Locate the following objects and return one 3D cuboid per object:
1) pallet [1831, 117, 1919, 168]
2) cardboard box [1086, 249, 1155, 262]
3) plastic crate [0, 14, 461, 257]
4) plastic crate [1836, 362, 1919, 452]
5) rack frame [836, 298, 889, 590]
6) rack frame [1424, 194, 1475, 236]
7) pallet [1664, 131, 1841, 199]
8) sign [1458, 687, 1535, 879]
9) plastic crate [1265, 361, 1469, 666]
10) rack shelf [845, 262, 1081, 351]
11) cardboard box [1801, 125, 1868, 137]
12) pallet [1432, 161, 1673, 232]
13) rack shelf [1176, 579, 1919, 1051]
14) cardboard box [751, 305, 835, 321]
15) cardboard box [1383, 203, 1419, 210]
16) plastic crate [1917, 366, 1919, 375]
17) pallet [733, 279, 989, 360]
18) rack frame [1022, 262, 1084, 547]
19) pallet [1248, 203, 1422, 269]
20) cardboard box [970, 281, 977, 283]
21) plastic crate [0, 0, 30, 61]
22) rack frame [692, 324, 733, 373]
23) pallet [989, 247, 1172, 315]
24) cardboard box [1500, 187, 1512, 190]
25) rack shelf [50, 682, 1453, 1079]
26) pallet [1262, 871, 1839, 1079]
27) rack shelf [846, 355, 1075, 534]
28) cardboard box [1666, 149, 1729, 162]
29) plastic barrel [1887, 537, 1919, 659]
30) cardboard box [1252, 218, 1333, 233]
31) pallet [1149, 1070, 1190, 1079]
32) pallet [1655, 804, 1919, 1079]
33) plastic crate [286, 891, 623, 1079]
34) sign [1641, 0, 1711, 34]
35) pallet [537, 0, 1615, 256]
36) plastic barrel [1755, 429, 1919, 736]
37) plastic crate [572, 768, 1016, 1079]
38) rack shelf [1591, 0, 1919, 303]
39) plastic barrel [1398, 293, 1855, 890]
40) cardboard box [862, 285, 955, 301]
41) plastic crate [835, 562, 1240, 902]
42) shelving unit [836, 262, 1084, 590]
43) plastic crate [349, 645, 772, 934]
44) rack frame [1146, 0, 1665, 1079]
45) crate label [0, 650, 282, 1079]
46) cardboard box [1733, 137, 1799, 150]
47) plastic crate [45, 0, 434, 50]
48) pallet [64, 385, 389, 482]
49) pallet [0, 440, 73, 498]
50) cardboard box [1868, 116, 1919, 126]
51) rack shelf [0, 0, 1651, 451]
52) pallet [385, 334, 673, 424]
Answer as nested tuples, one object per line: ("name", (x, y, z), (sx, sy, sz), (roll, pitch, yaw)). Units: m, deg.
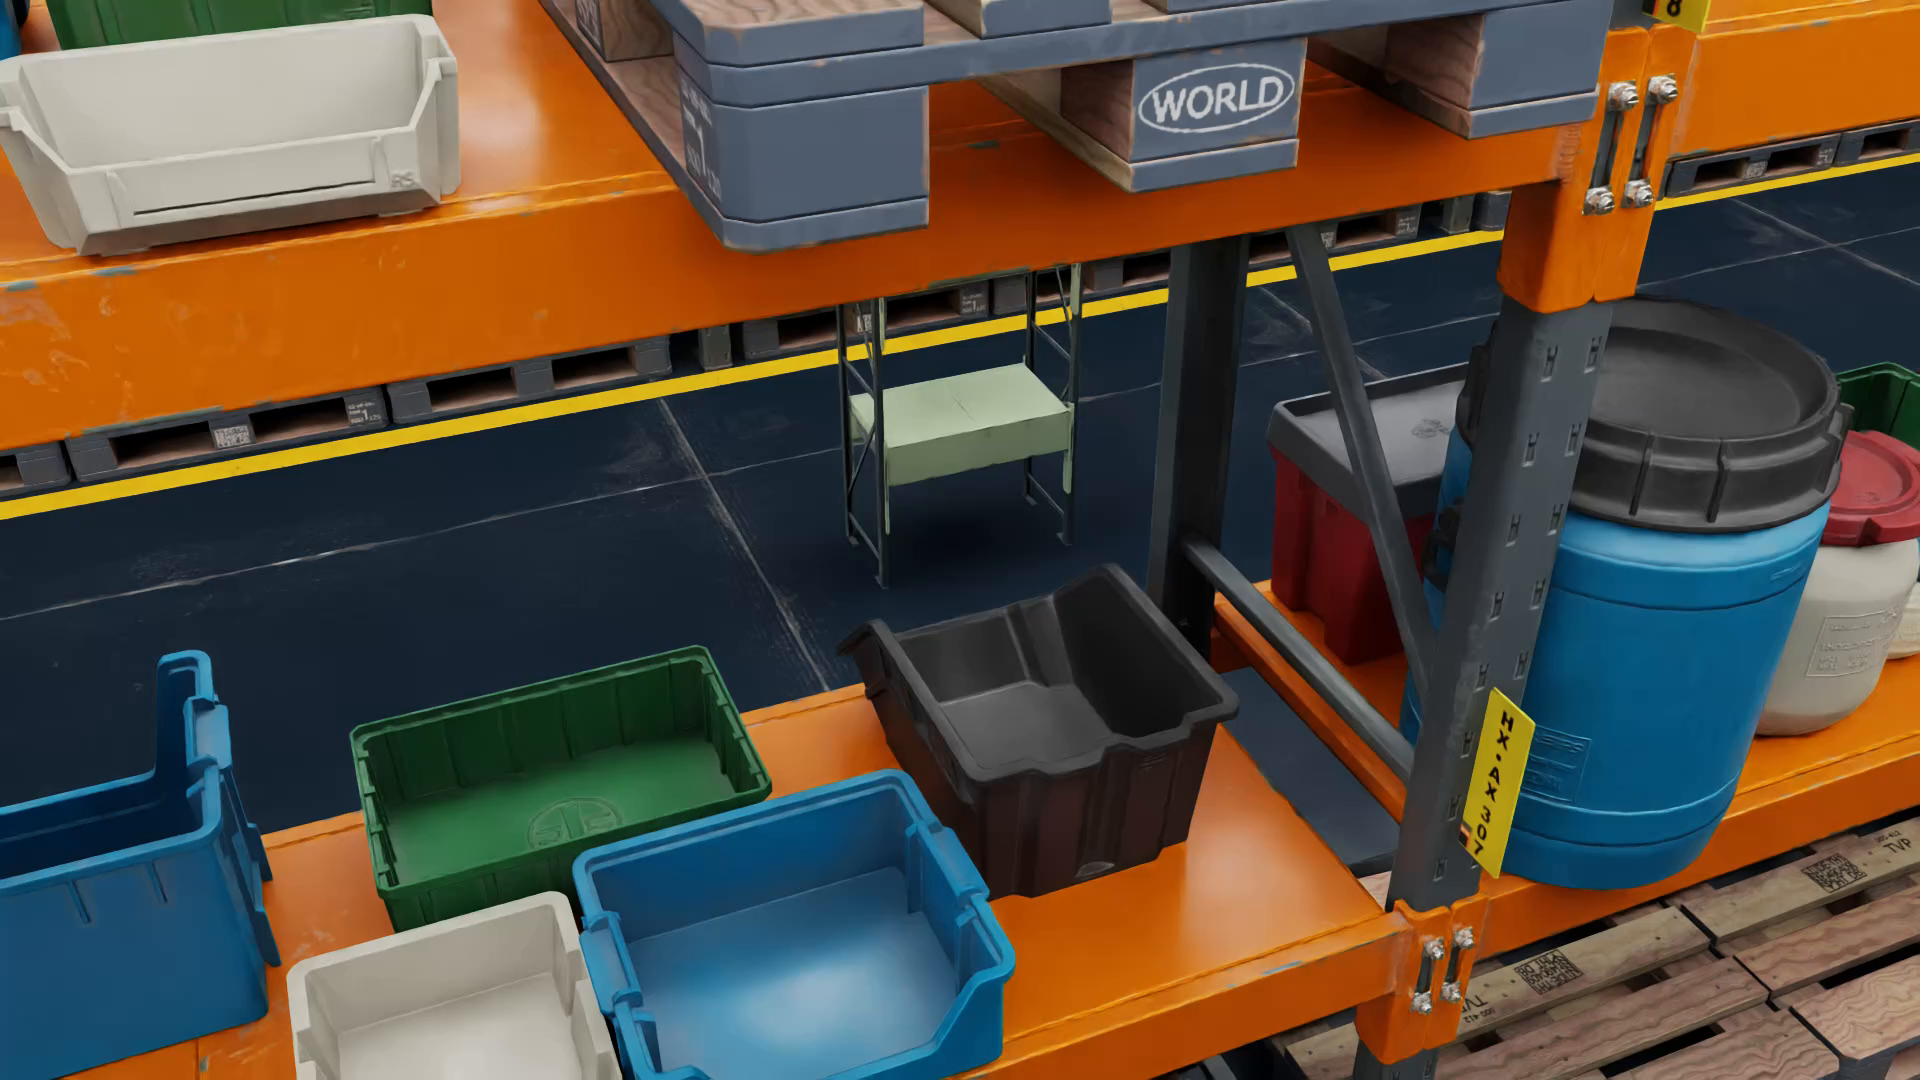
("pallet", (5.375, -2.594, 10.044), (1.213, 0.211, 1.003), (-13, 35, -19))
("cardboard box", (0.620, -1.574, 8.055), (0.500, 0.250, 0.500), (-12, 35, -18))
("plastic crate", (-0.675, -0.378, 1.572), (0.396, 0.136, 0.243), (-13, 35, -19))
("plastic crate", (2.145, -0.194, 3.992), (0.662, 0.188, 0.450), (-13, 35, -19))
("rack frame", (-0.344, -0.550, 5.720), (0.023, 1.500, 0.400), (-13, 35, -19))
("rack frame", (2.423, -3.109, 8.278), (0.127, 3.000, 1.000), (-13, 35, -19))
("pallet", (4.249, -2.335, 9.645), (1.213, 0.211, 1.003), (-13, 35, -19))
("sign", (0.851, 0.390, 2.647), (0.005, 0.325, 0.100), (-13, 35, -19))
("plastic crate", (0.977, -0.056, 3.527), (0.583, 0.464, 0.402), (-13, 35, -19))
("rack shelf", (-0.006, -0.954, 5.626), (0.720, 0.370, 0.431), (-13, 35, -19))
("cardboard box", (4.845, -2.636, 9.440), (0.500, 0.500, 0.500), (-12, 35, -18))
("pallet", (3.126, -2.079, 9.252), (1.213, 0.211, 1.003), (-13, 35, -19))
("rack shelf", (2.493, 0.106, 3.996), (4.000, 0.370, 1.077), (-13, 35, -19))
("cardboard box", (-0.798, -1.249, 7.555), (0.500, 0.250, 0.500), (-14, 35, -20))
("cardboard box", (2.032, -1.899, 8.554), (0.500, 0.250, 0.500), (-12, 35, -18))
("plastic crate", (2.728, -0.457, 4.144), (0.583, 0.464, 0.402), (-13, 35, -19))
("pallet", (-0.601, -1.271, 8.010), (1.213, 0.211, 1.003), (-13, 35, -19))
("rack frame", (0.331, -0.704, 5.958), (0.023, 1.500, 0.400), (-13, 35, -19))
("pallet", (1.649, -1.786, 8.802), (1.213, 0.211, 1.003), (-13, 35, -19))
("cardboard box", (0.151, -1.467, 7.890), (0.500, 0.250, 0.500), (-14, 36, -20))
("plastic crate", (-1.398, -0.733, 1.891), (0.575, 0.384, 0.392), (-13, 35, -19))
("rack frame", (-1.265, -2.265, 6.980), (0.127, 3.000, 1.000), (-13, 35, -19))
("pallet", (0.525, -1.531, 8.409), (1.213, 0.211, 1.003), (-13, 35, -19))
("cardboard box", (2.953, -2.198, 8.767), (0.500, 0.500, 0.500), (-11, 35, -17))
("rack shelf", (-1.195, 0.951, 2.698), (4.000, 0.370, 1.077), (-13, 35, -19))
("pallet", (1.358, 1.210, 4.196), (1.213, 0.211, 1.003), (-13, 35, -19))
("rack shelf", (-0.006, -0.354, 6.017), (0.720, 0.370, 0.431), (-13, 35, -19))
("cardboard box", (3.898, -2.415, 9.100), (0.500, 0.500, 0.500), (-13, 35, -20))
("plastic barrel", (1.928, 0.082, 3.500), (0.301, 0.262, 0.301), (0, 33, 0))
("cardboard box", (1.558, -1.788, 8.384), (0.500, 0.250, 0.500), (-13, 35, -19))
("pallet", (0.013, 1.516, 3.726), (1.213, 0.211, 1.003), (-13, 35, -19))
("pallet", (2.484, 0.951, 4.595), (1.213, 0.211, 1.003), (-13, 35, -19))
("plastic crate", (-0.750, 0.808, 2.500), (0.437, 0.136, 0.530), (-13, 35, -19))
("sign", (0.851, -0.755, 1.902), (0.005, 0.325, 0.100), (-13, 35, -19))
("pallet", (0.021, -0.750, 2.075), (1.003, 0.211, 1.213), (-13, 35, -19))
("plastic barrel", (1.616, 0.078, 3.255), (0.433, 0.535, 0.433), (0, 33, 0))
("plastic crate", (-0.267, 0.659, 2.623), (0.616, 0.251, 0.499), (-13, 35, -19))
("rack shelf", (2.493, -1.151, 3.178), (4.000, 0.370, 1.077), (-13, 35, -19))
("plastic barrel", (1.122, 0.087, 2.906), (0.708, 0.901, 0.600), (-13, 35, -19))
("cardboard box", (-0.326, -1.356, 7.720), (0.500, 0.250, 0.500), (-12, 35, -18))
("plastic crate", (0.117, 0.299, 3.096), (0.504, 0.338, 0.767), (-13, 35, -19))
("shelving unit", (-0.006, -0.627, 5.839), (0.755, 1.500, 0.431), (-13, 35, -19))
("plastic crate", (-0.712, 0.460, 2.987), (0.662, 0.188, 0.450), (-13, 35, -19))
("rack frame", (0.649, 0.227, 3.151), (0.127, 3.000, 1.000), (-13, 35, -19))
("crate label", (-1.447, 0.532, 2.650), (0.616, 0.435, 0.502), (-13, 35, -19))
("cardboard box", (4.377, -2.528, 9.273), (0.500, 0.500, 0.500), (-14, 36, -21))
("plastic crate", (-0.912, -0.745, 2.089), (0.450, 0.188, 0.336), (-13, 35, -19))
("pallet", (-3.142, -0.690, 7.116), (1.213, 0.211, 1.003), (-13, 35, -19))
("pallet", (-4.265, -0.434, 6.723), (1.213, 0.211, 1.003), (-13, 35, -19))
("cardboard box", (5.308, -2.742, 9.602), (0.500, 0.500, 0.500), (-13, 35, -19))
("rack shelf", (-1.195, -0.307, 1.880), (4.000, 0.370, 1.077), (-13, 35, -19))
("pallet", (-2.015, -0.949, 7.515), (1.213, 0.211, 1.003), (-13, 35, -19))
